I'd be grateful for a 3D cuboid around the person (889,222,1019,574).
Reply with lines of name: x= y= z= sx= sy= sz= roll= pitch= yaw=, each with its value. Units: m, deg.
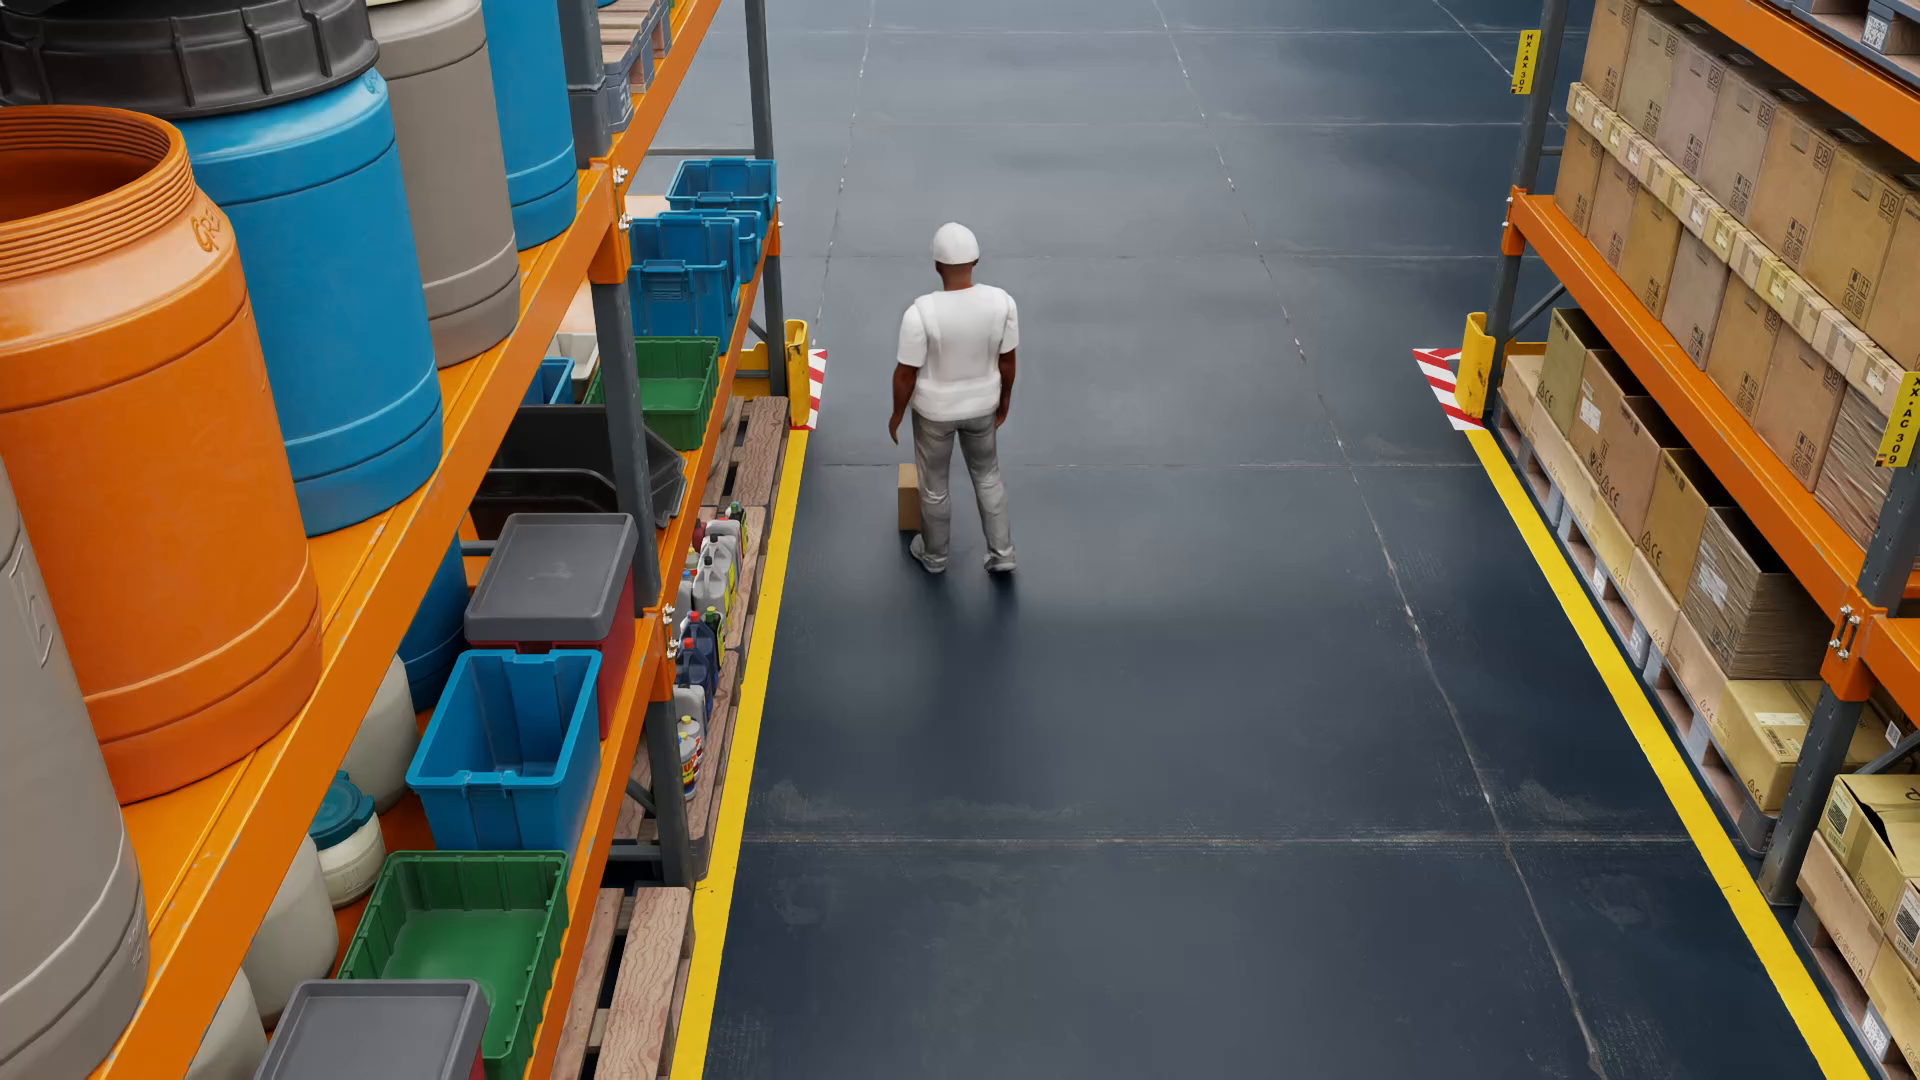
person: x=-0.046 y=-0.614 z=7.659 sx=0.588 sy=1.810 sz=0.493 roll=-10 pitch=33 yaw=-16
